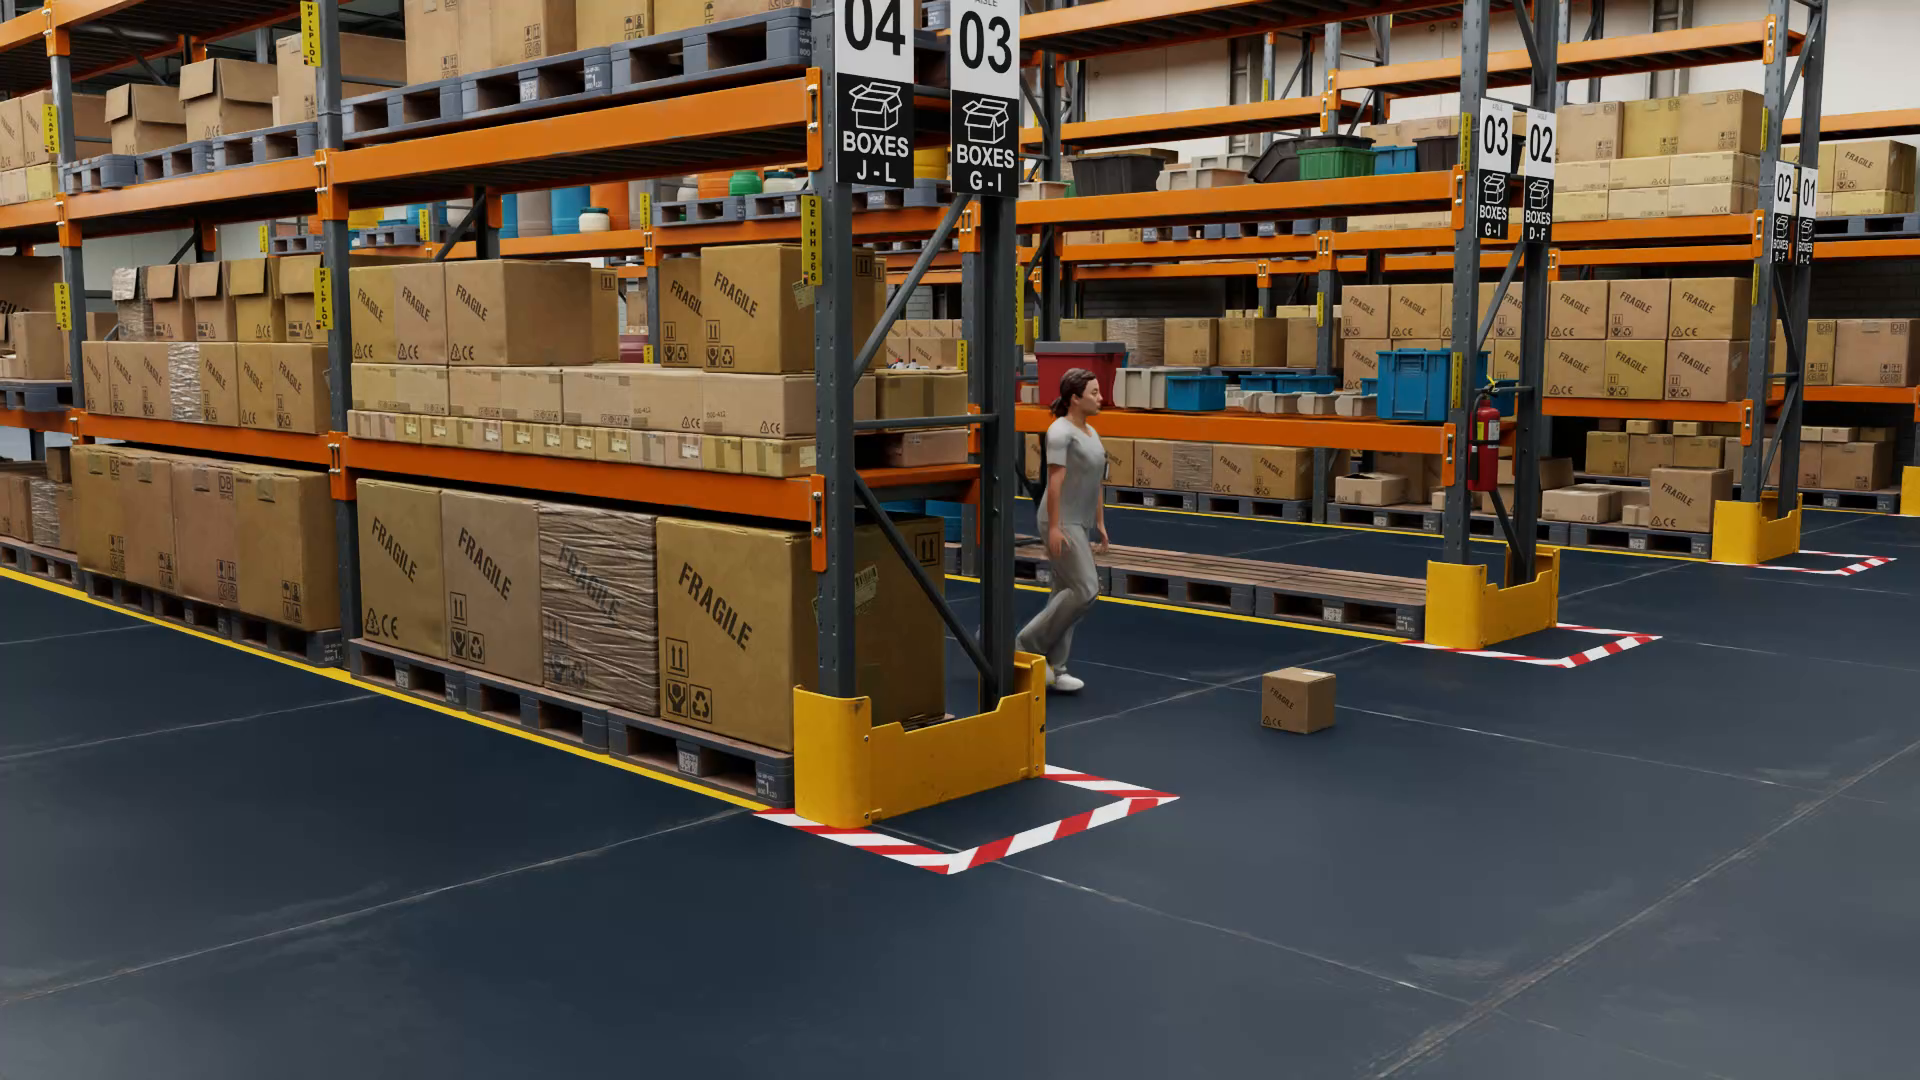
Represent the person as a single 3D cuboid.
[{"bbox_3d":[0.536,-0.054,8.582,0.480,1.659,0.547,4,8,29],"label":"person"}]
